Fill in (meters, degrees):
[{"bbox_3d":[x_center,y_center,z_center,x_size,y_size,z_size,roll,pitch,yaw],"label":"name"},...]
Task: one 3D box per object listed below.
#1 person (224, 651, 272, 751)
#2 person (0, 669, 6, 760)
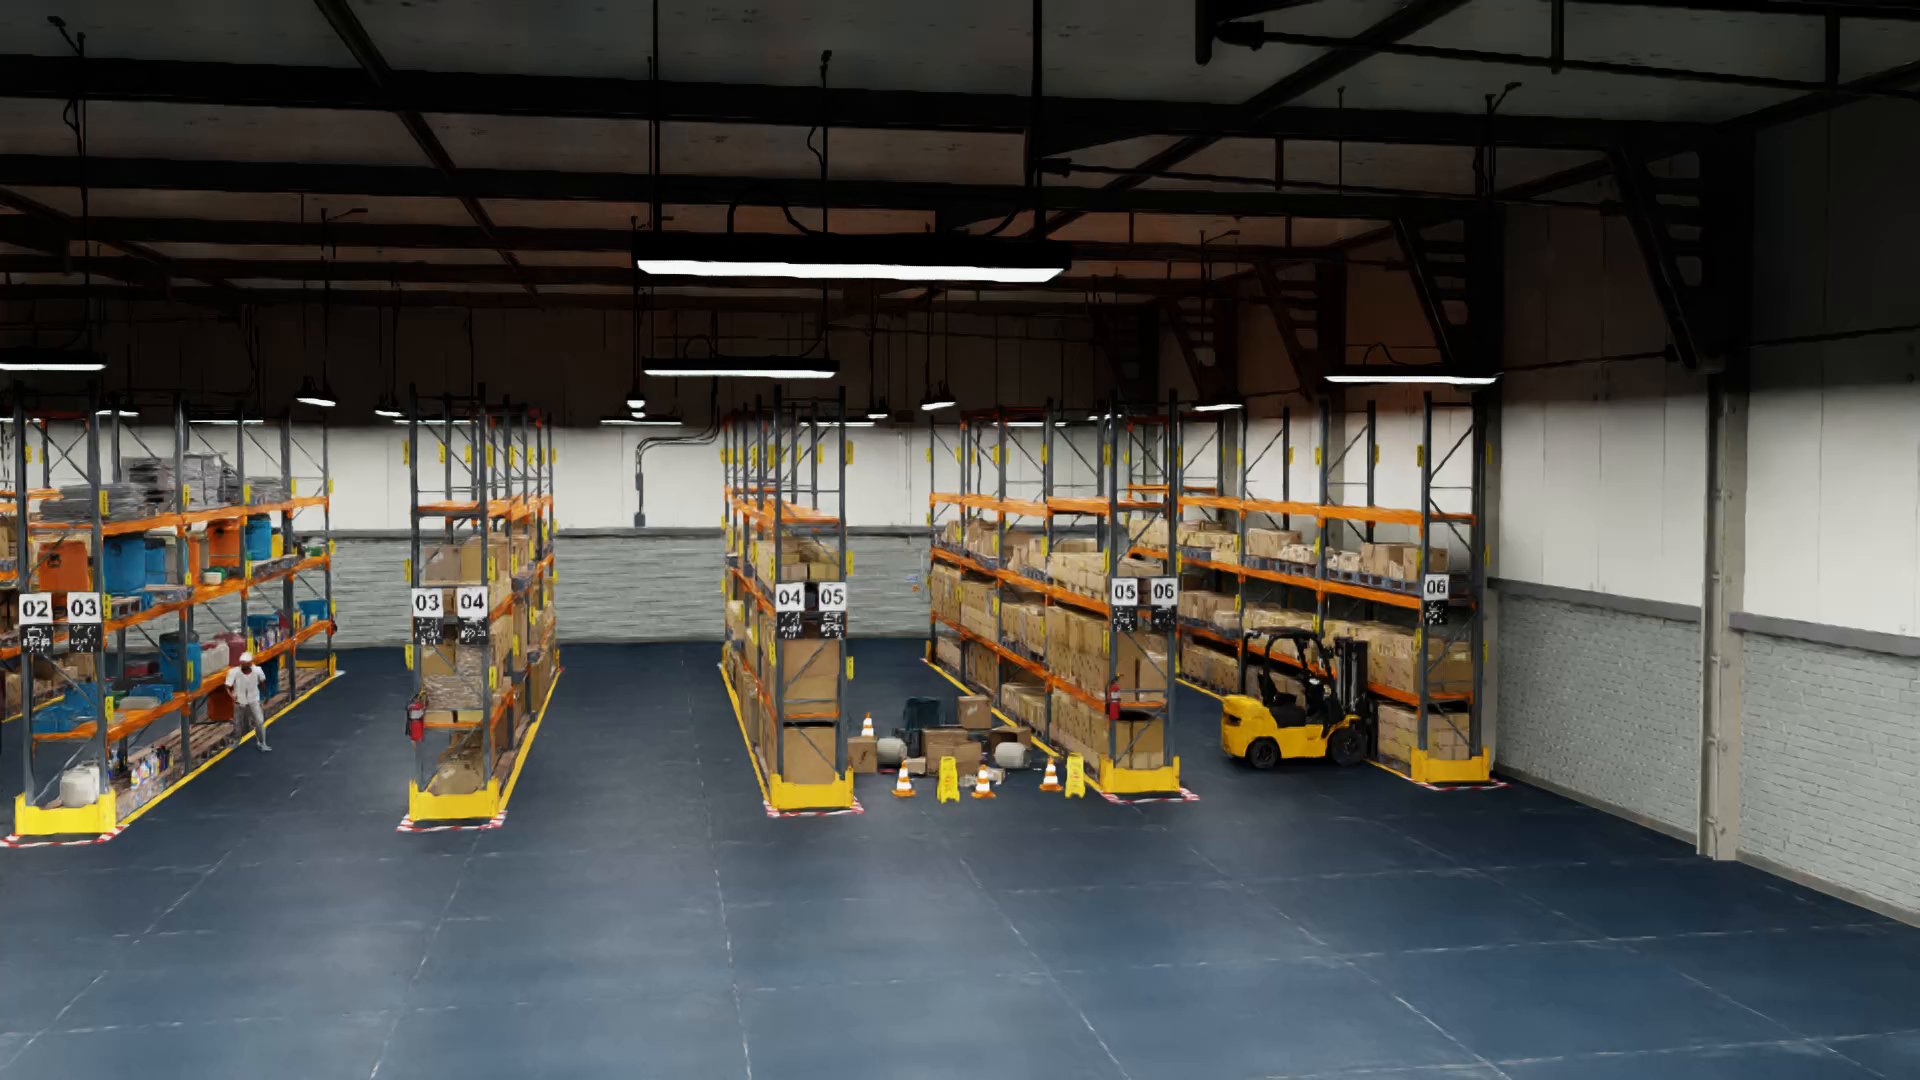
[{"bbox_3d":[-12.083,2.720,28.154,0.709,1.704,0.835,-1,3,-27],"label":"person"},{"bbox_3d":[-15.766,2.732,26.936,0.549,1.782,0.636,1,3,18],"label":"person"}]
